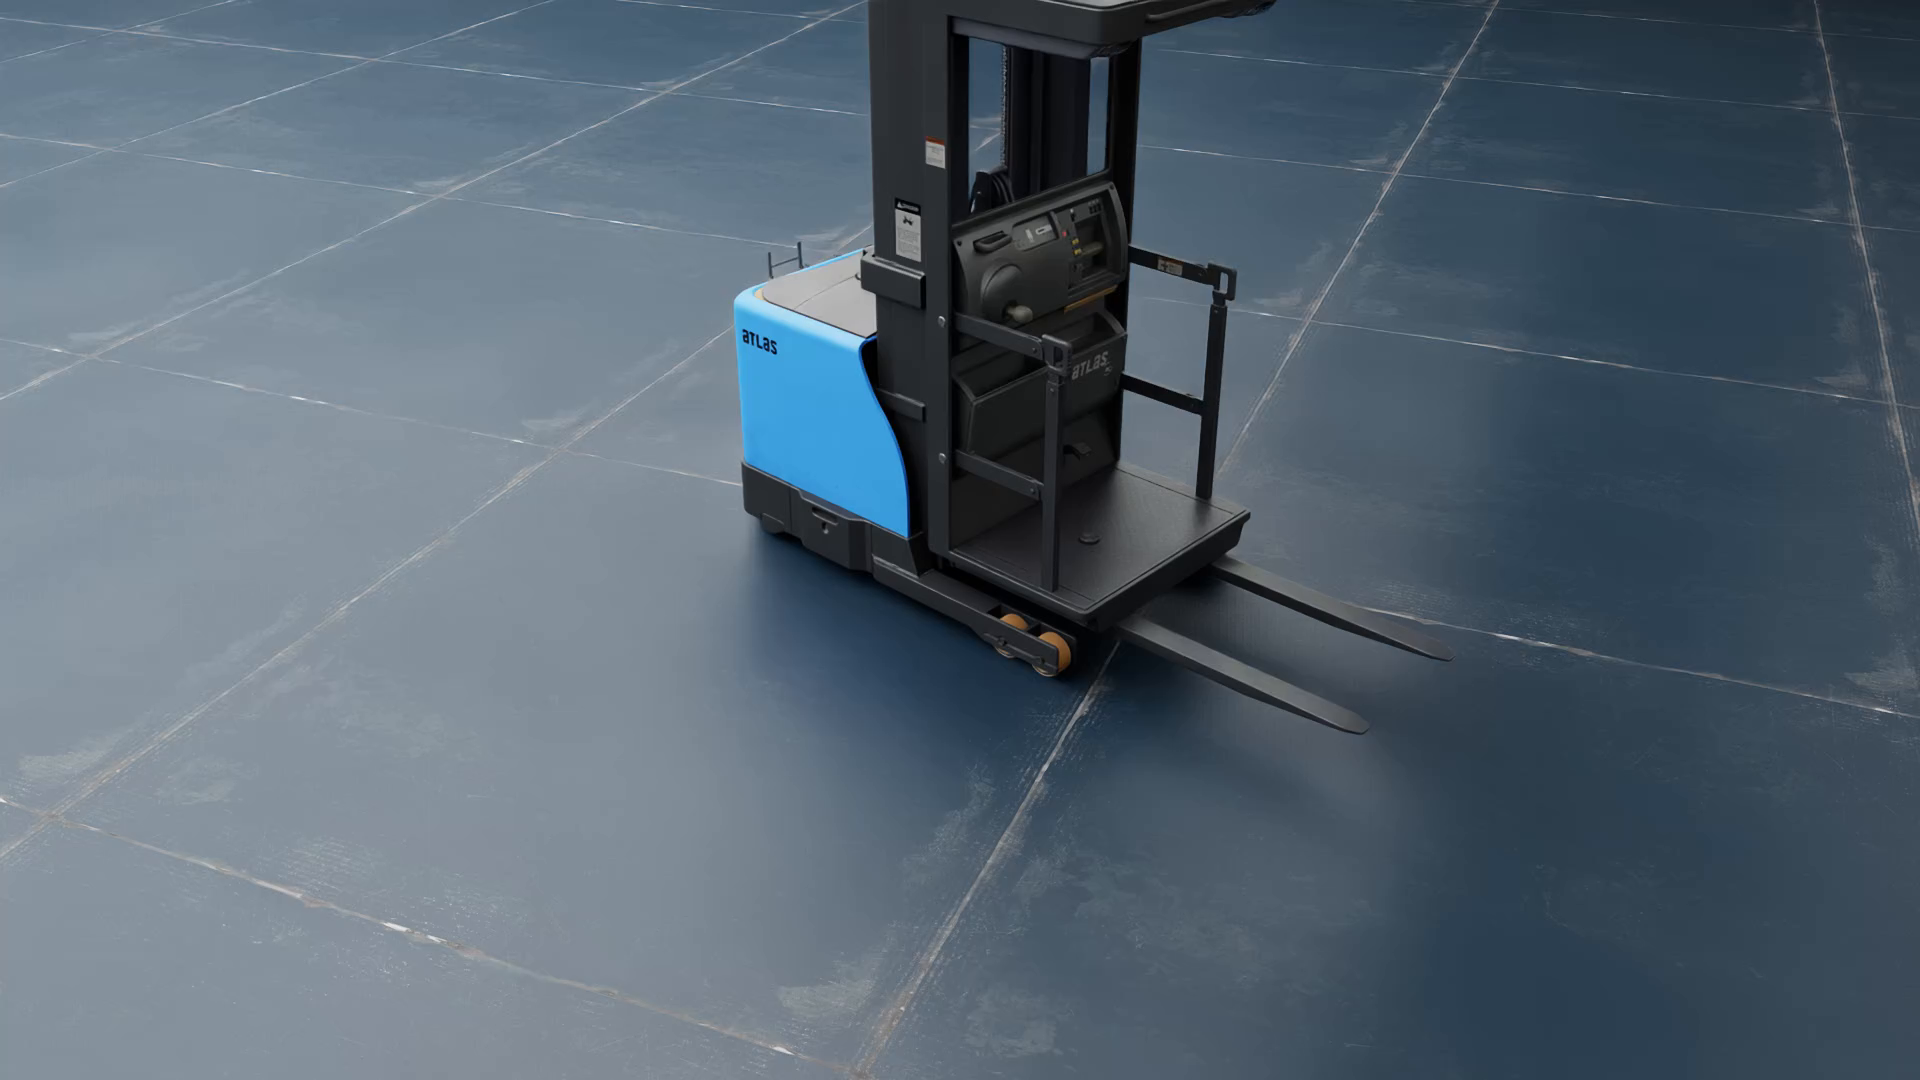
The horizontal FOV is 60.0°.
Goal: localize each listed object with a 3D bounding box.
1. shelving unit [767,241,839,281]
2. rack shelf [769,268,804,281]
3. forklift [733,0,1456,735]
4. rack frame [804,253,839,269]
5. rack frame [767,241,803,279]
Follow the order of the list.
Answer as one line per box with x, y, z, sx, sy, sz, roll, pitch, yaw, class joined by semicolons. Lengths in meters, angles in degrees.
-0.691;-0.813;7.617;0.252;1.050;0.215;23;37;37;shelving unit
-0.694;-1.052;7.486;0.240;0.259;0.215;23;37;37;rack shelf
0.471;-1.048;6.125;3.031;2.935;1.130;24;37;36;forklift
-0.601;-0.774;7.545;0.008;1.050;0.200;23;37;37;rack frame
-0.781;-0.852;7.690;0.008;1.050;0.200;23;37;37;rack frame
